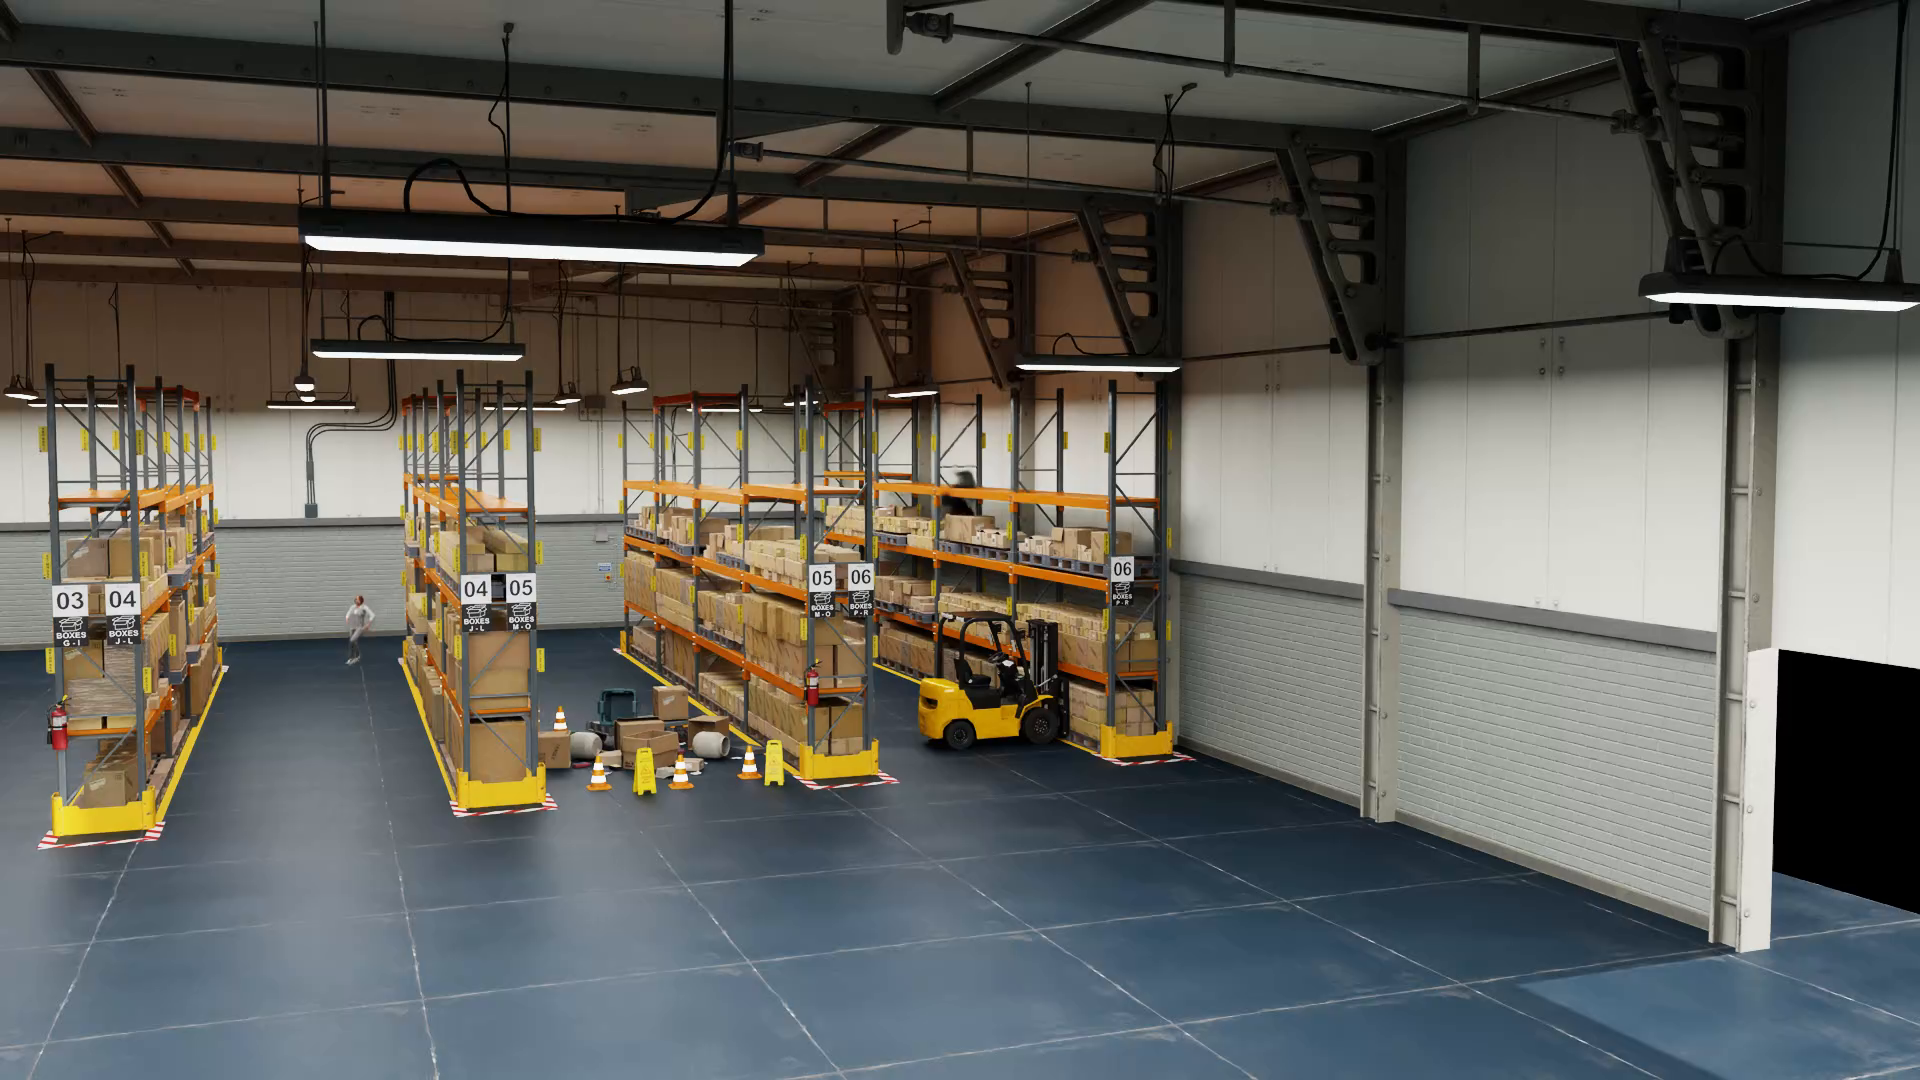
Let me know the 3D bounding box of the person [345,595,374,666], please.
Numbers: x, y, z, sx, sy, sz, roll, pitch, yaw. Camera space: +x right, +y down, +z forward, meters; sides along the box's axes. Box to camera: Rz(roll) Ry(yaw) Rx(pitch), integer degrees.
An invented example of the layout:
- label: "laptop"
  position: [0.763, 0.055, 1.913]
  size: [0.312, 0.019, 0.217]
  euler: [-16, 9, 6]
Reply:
- label: "person"
  position: [-13.582, 2.028, 37.534]
  size: [0.605, 1.603, 0.631]
  euler: [1, 3, 14]
